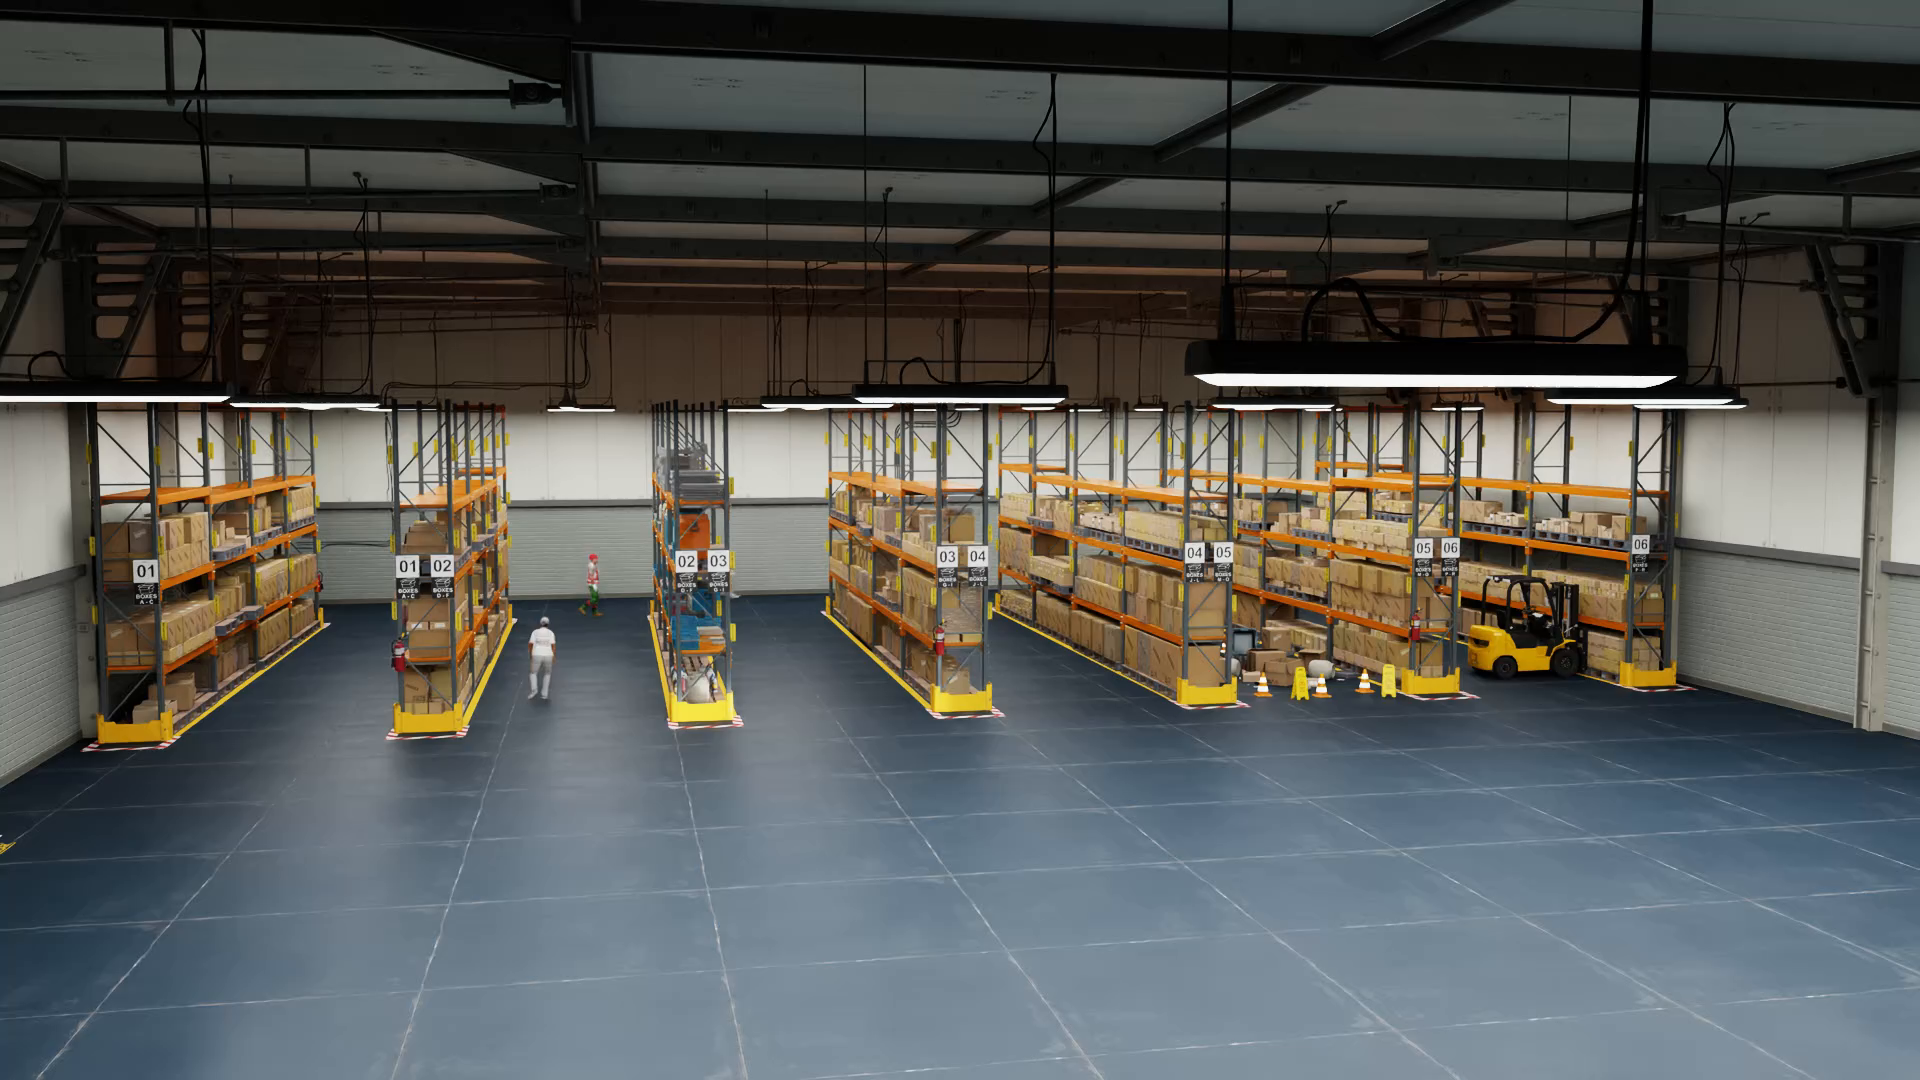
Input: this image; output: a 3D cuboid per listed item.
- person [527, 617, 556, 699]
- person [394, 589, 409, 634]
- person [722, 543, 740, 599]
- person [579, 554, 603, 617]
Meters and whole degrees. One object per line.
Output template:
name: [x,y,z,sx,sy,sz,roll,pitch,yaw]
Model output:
person: [-8.416,2.390,33.431,0.567,1.638,0.696,-1,4,-11]
person: [-14.390,1.681,43.229,0.558,1.578,0.690,0,4,-3]
person: [-7.319,0.967,51.565,1.077,1.743,0.524,0,4,3]
person: [-10.419,1.291,46.855,0.759,1.787,0.566,-2,5,-29]
